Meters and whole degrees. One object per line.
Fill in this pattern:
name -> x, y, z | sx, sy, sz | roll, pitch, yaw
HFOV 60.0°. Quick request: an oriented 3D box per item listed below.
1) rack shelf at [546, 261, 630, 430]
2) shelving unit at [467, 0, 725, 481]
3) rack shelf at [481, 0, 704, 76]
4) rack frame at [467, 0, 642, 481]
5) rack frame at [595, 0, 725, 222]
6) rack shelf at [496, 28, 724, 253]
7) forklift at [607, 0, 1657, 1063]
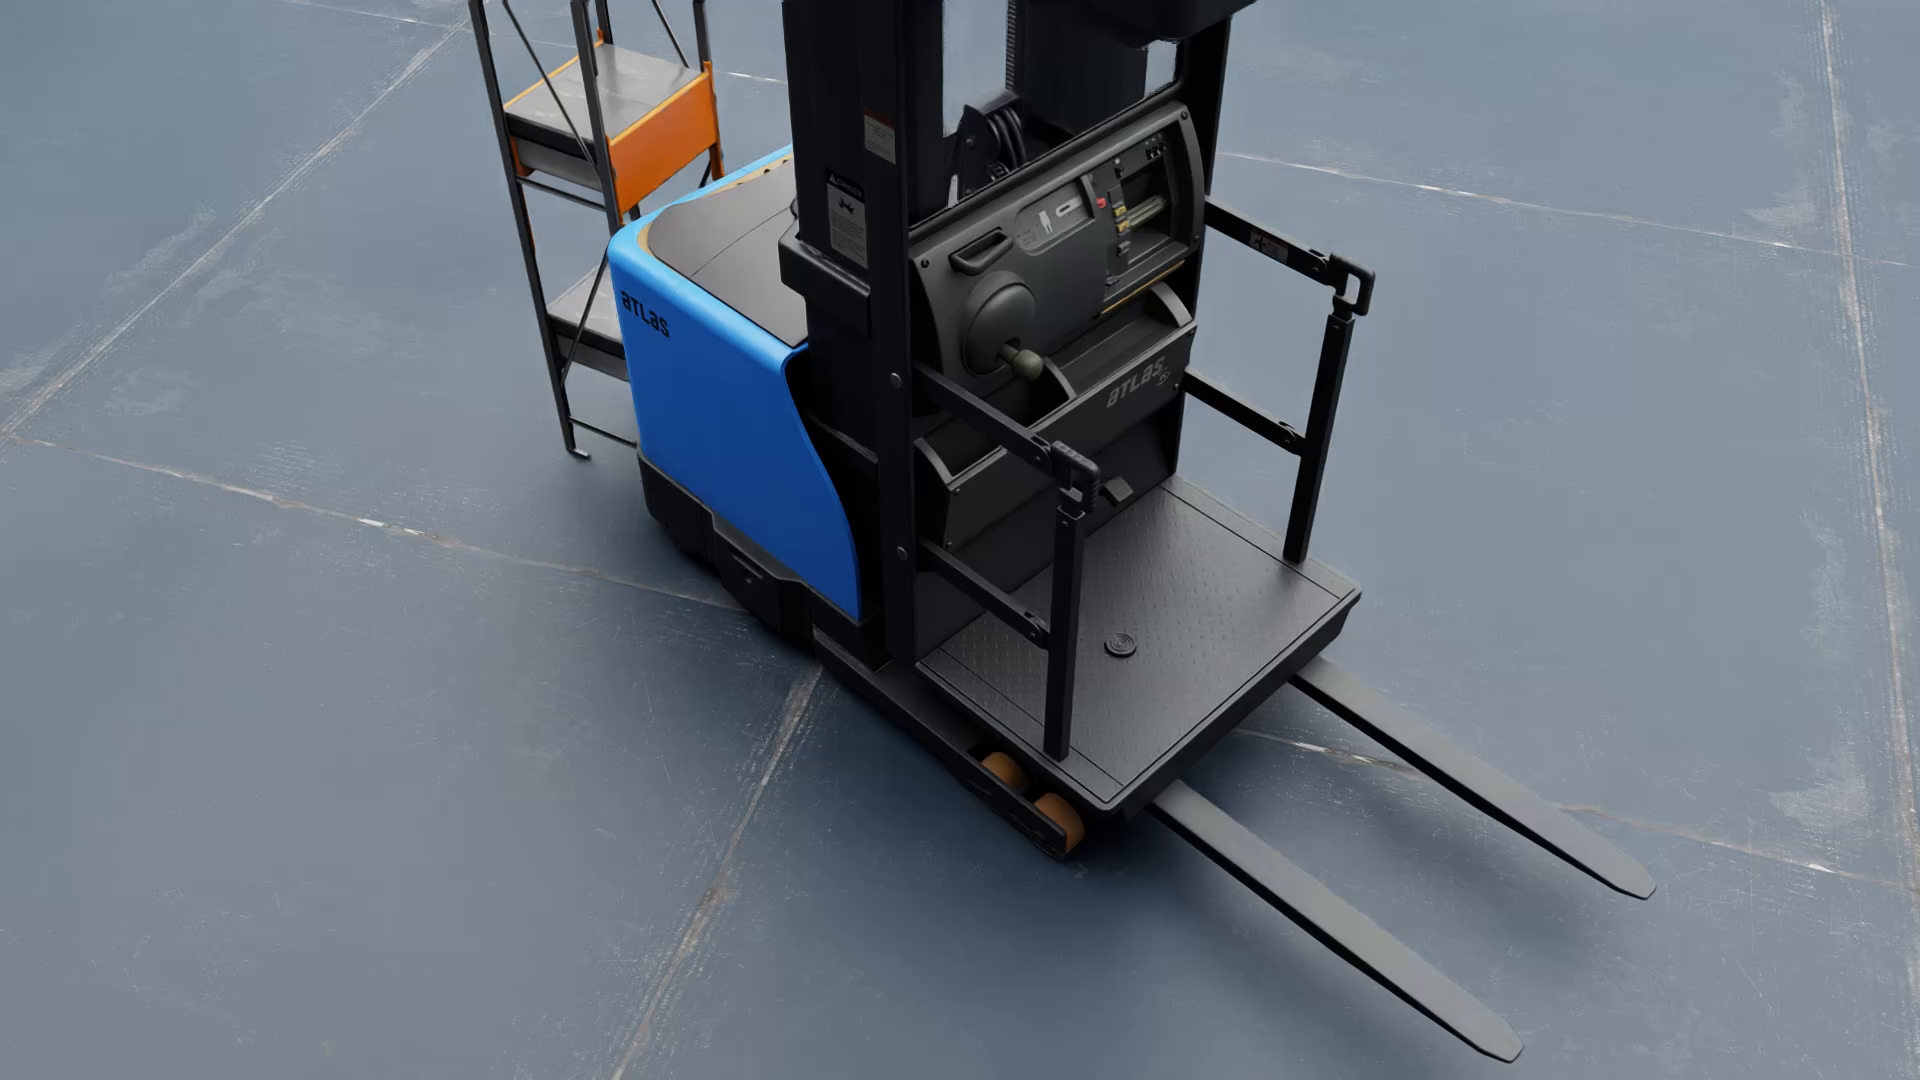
rack shelf -> -1.018, -0.625, 5.408 | 0.431, 0.518, 0.480 | 22, 48, 21
shelving unit -> -1.018, -1.135, 4.908 | 0.431, 2.100, 0.503 | 22, 48, 21
rack shelf -> -1.018, -1.626, 4.428 | 0.431, 0.518, 0.480 | 22, 48, 21
rack frame -> -1.139, -0.987, 4.757 | 0.400, 2.100, 0.015 | 22, 48, 21
rack frame -> -0.898, -1.283, 5.060 | 0.400, 2.100, 0.015 | 22, 48, 21
rack shelf -> -1.018, -1.125, 4.918 | 0.431, 0.518, 0.480 | 22, 48, 21
forklift -> 0.404, -0.628, 3.796 | 1.130, 2.935, 3.031 | -35, 54, -30
